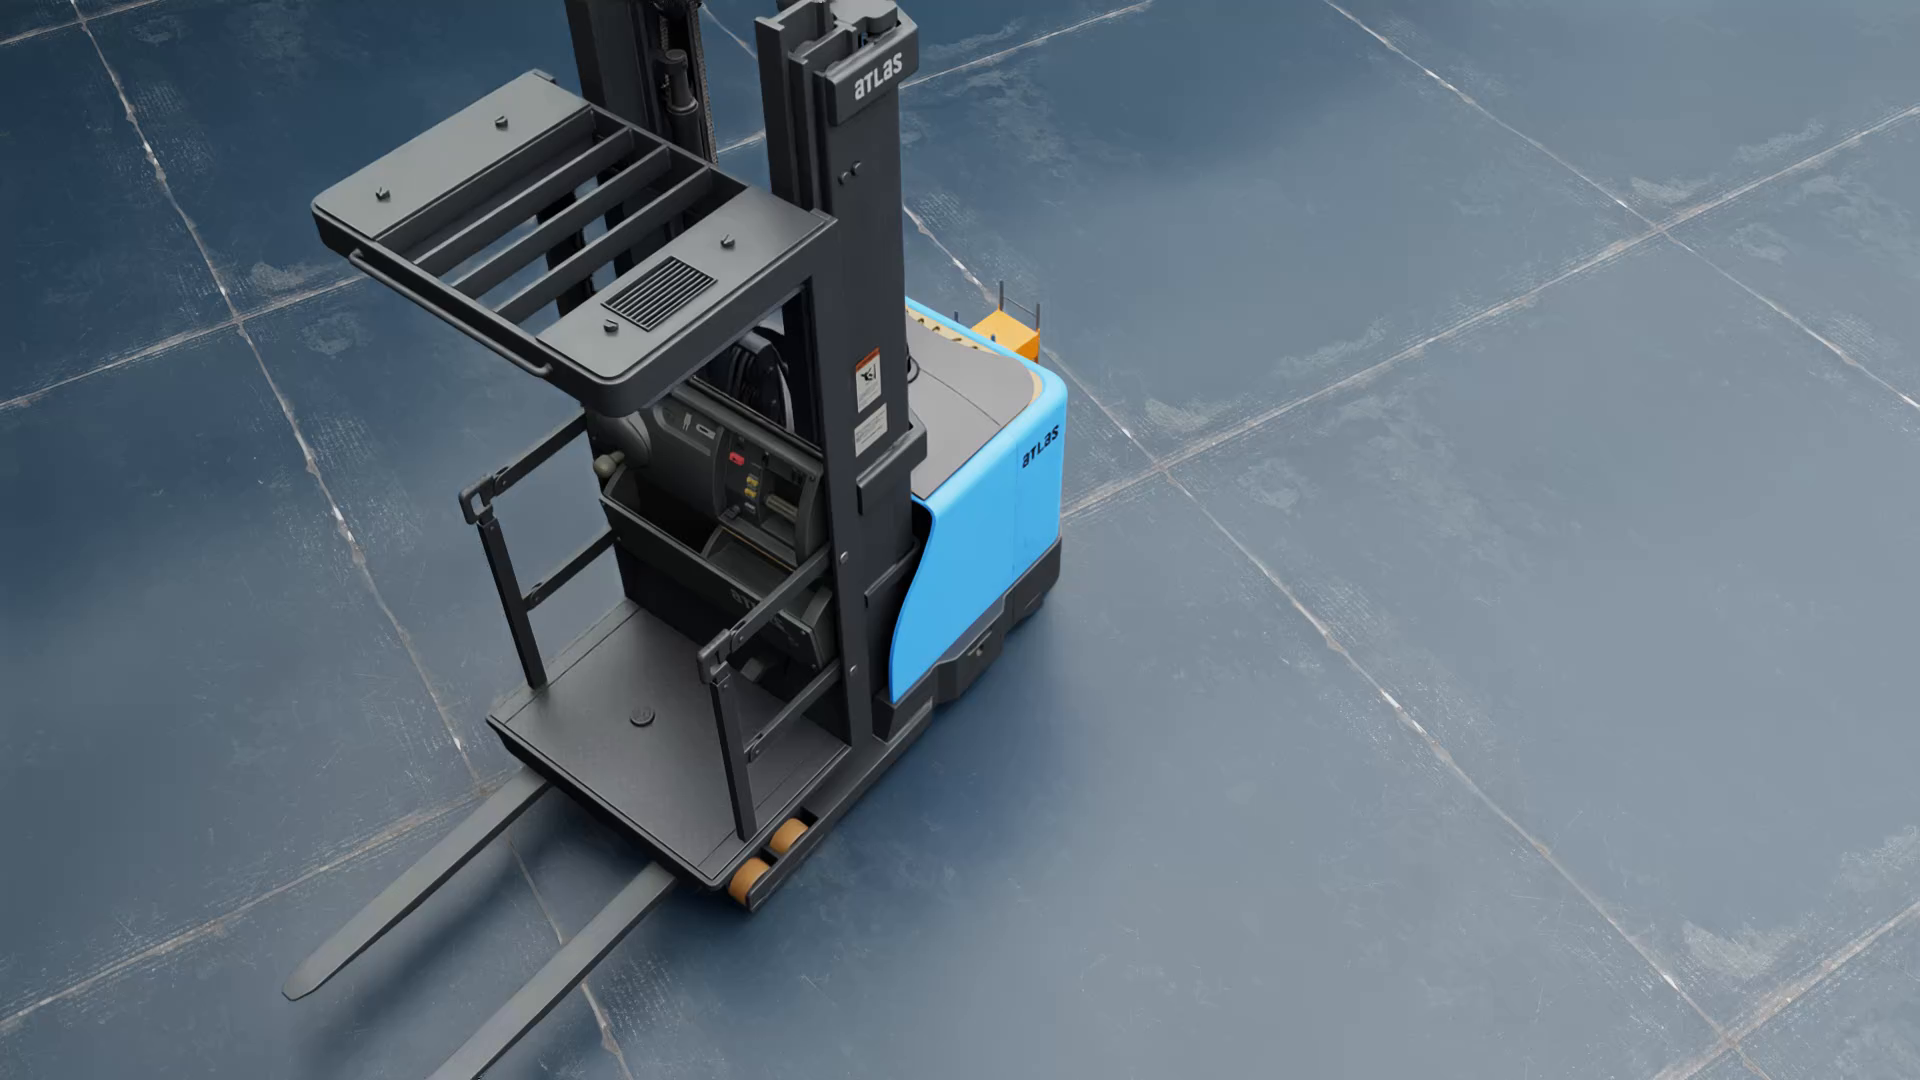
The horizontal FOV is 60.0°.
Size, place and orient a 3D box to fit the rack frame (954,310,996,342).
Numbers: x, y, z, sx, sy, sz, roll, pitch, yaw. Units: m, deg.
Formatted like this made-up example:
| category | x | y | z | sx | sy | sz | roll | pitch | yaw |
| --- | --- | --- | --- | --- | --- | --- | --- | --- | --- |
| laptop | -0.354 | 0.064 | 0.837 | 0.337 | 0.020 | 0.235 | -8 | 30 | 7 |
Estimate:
| category | x | y | z | sx | sy | sz | roll | pitch | yaw |
| --- | --- | --- | --- | --- | --- | --- | --- | --- | --- |
| rack frame | 0.053 | -0.432 | 6.377 | 0.200 | 1.050 | 0.008 | 35 | 57 | 27 |

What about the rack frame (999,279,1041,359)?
| category | x | y | z | sx | sy | sz | roll | pitch | yaw |
| --- | --- | --- | --- | --- | --- | --- | --- | --- | --- |
| rack frame | 0.221 | -0.564 | 6.494 | 0.200 | 1.050 | 0.008 | 35 | 57 | 27 |

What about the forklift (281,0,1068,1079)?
| category | x | y | z | sx | sy | sz | roll | pitch | yaw |
| --- | --- | --- | --- | --- | --- | --- | --- | --- | --- |
| forklift | -0.913 | -0.168 | 4.882 | 1.130 | 2.935 | 3.031 | 30 | 55 | 24 |

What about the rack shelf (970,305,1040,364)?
| category | x | y | z | sx | sy | sz | roll | pitch | yaw |
| --- | --- | --- | --- | --- | --- | --- | --- | --- | --- |
| rack shelf | 0.137 | -0.680 | 6.232 | 0.215 | 0.259 | 0.240 | 35 | 57 | 27 |

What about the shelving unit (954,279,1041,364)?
| category | x | y | z | sx | sy | sz | roll | pitch | yaw |
| --- | --- | --- | --- | --- | --- | --- | --- | --- | --- |
| shelving unit | 0.137 | -0.498 | 6.436 | 0.215 | 1.050 | 0.252 | 35 | 57 | 27 |
